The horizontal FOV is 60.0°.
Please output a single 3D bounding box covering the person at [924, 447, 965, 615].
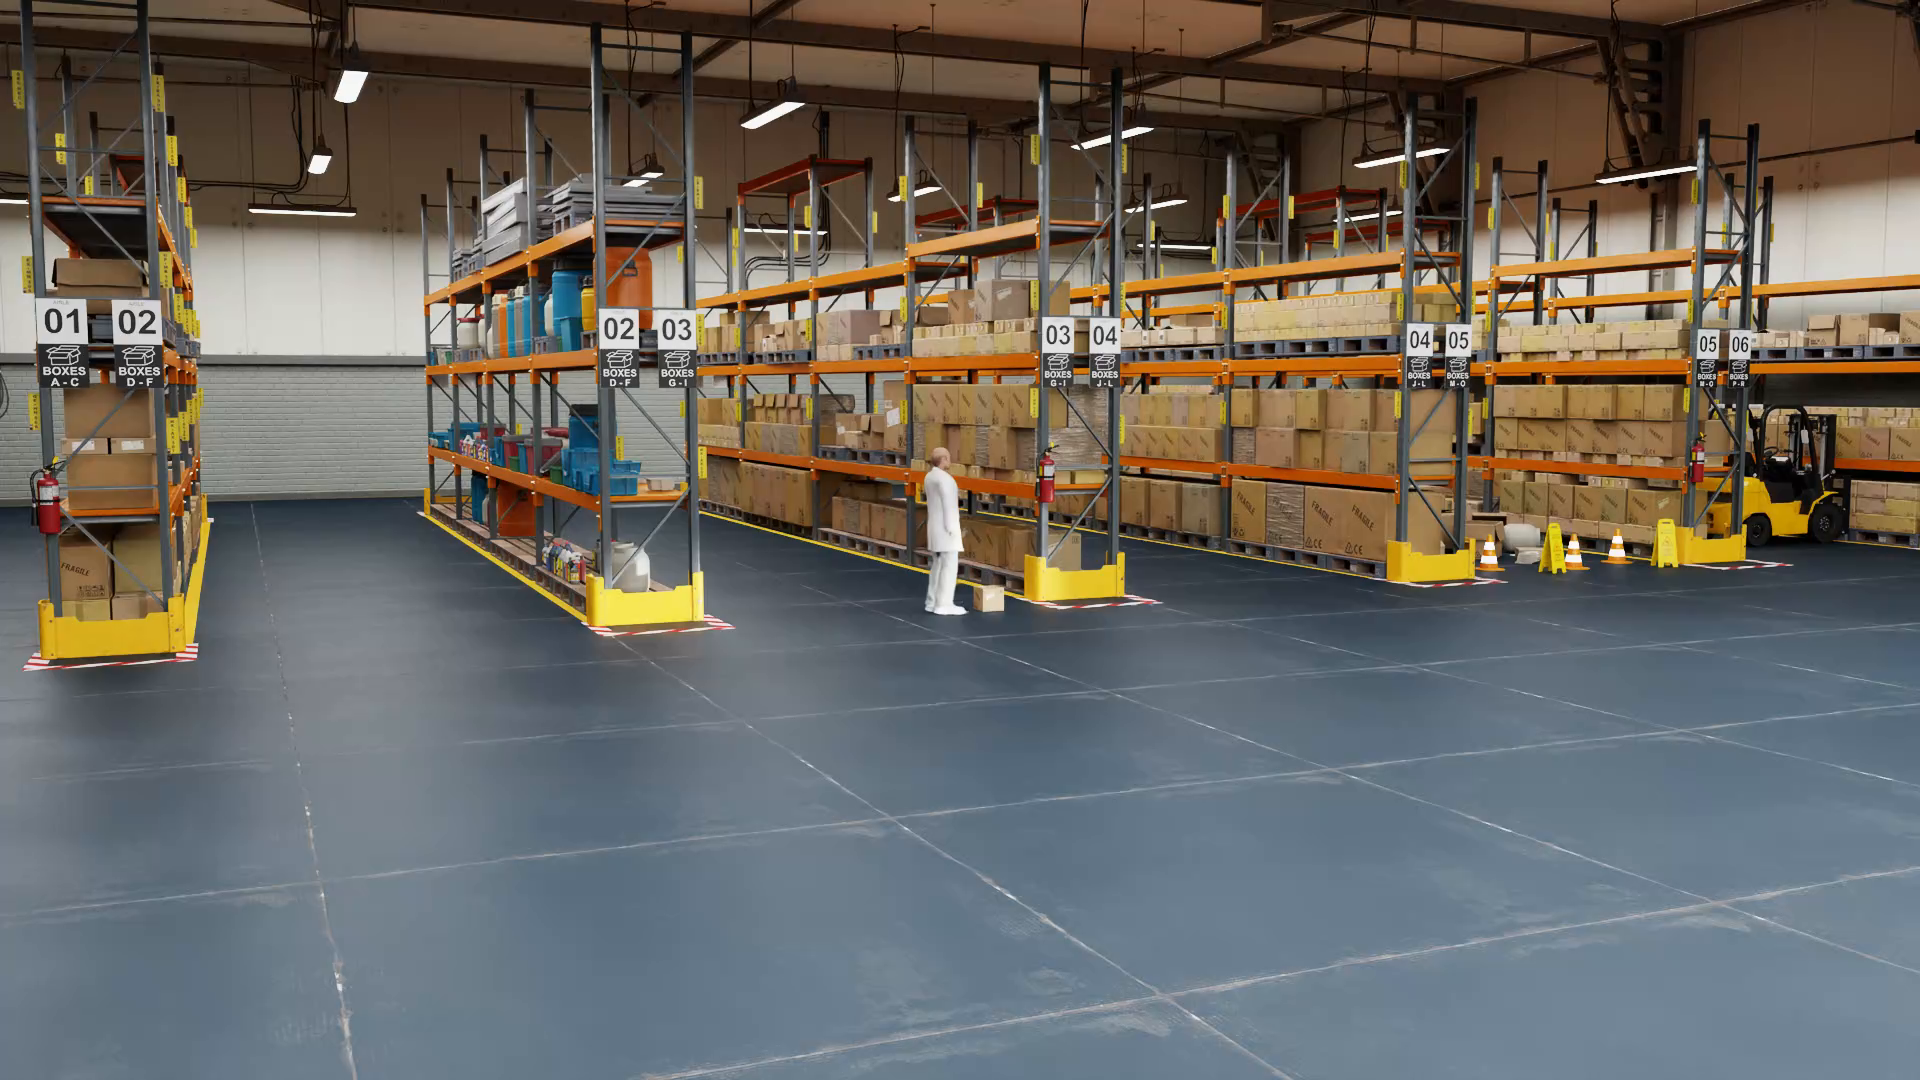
[{"bbox_3d":[-0.170,-0.105,17.847,0.381,1.778,0.564,-2,6,-22],"label":"person"}]
